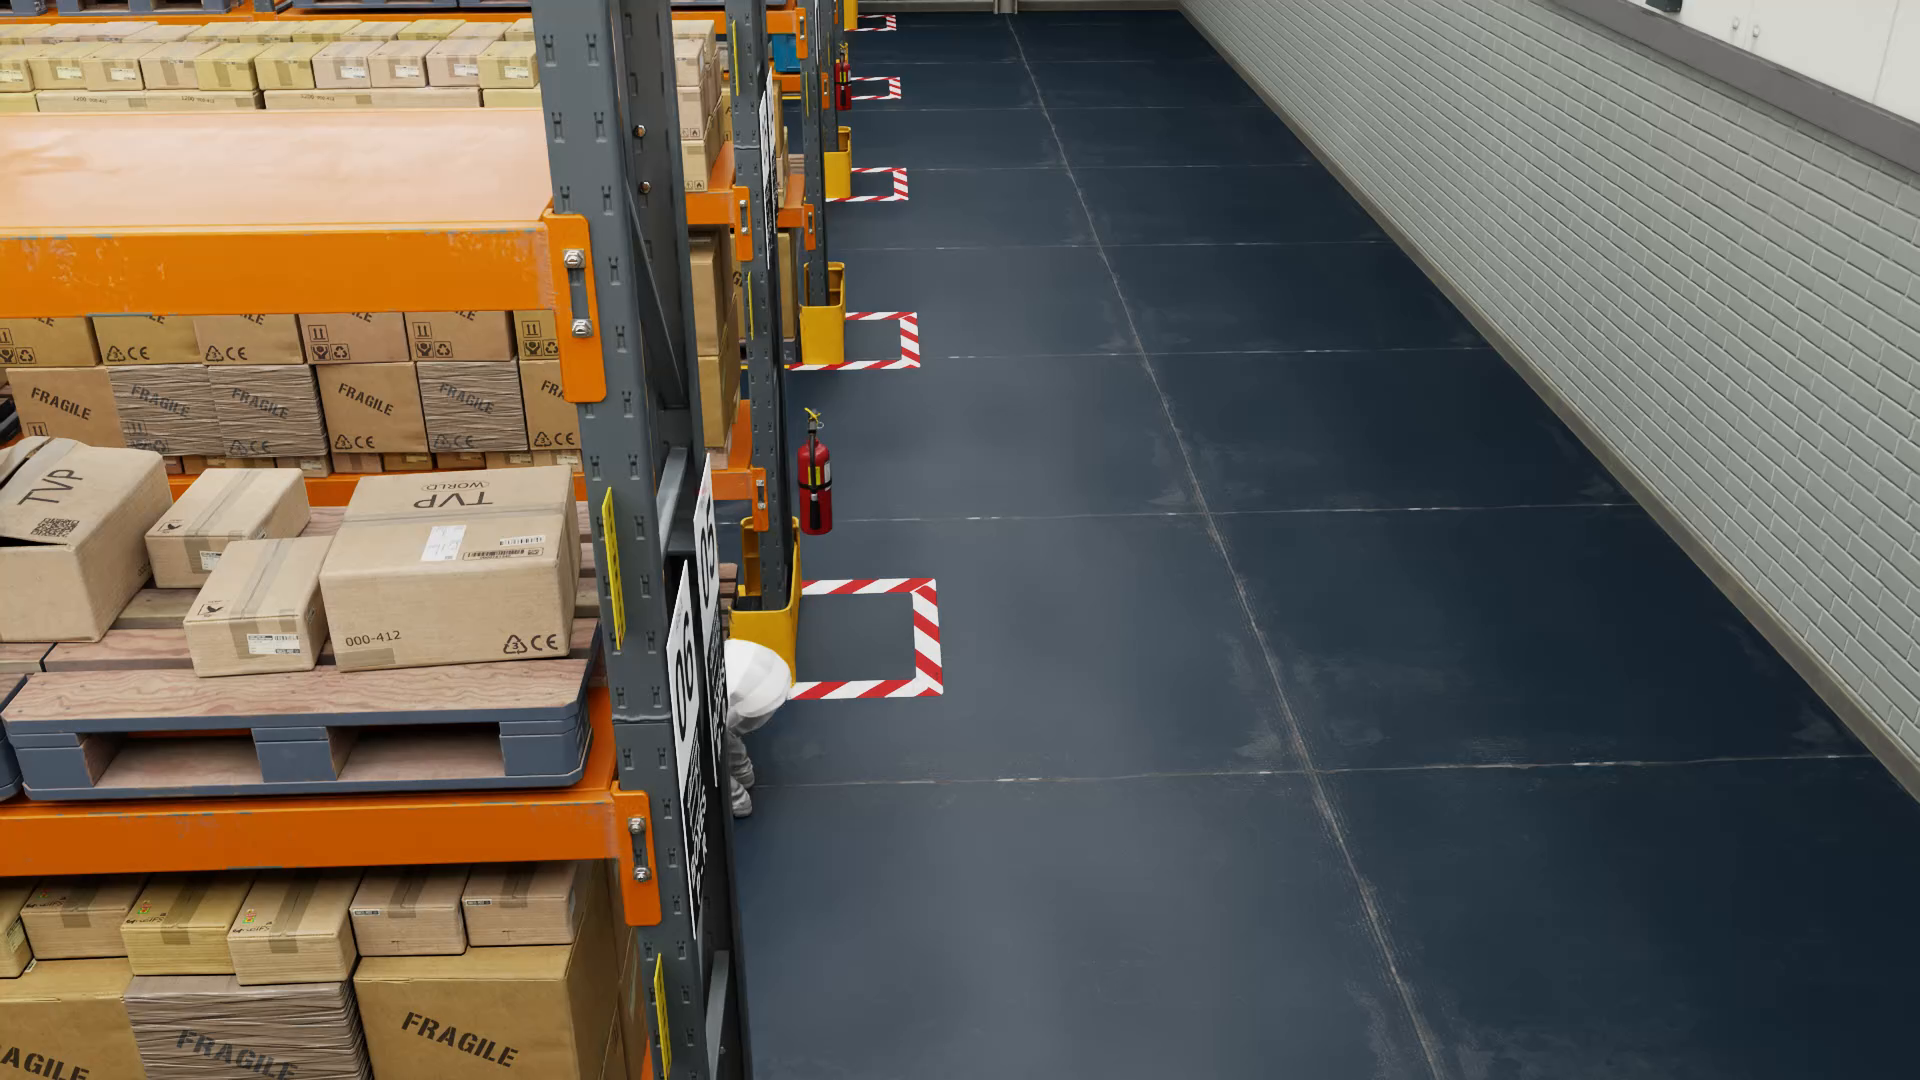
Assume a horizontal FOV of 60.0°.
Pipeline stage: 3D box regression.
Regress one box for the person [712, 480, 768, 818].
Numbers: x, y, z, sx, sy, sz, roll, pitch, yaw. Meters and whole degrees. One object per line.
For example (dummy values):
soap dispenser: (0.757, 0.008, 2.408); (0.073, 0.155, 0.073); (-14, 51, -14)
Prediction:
person: (-1.213, 0.509, 7.978); (0.584, 1.778, 0.487); (3, 28, 7)
